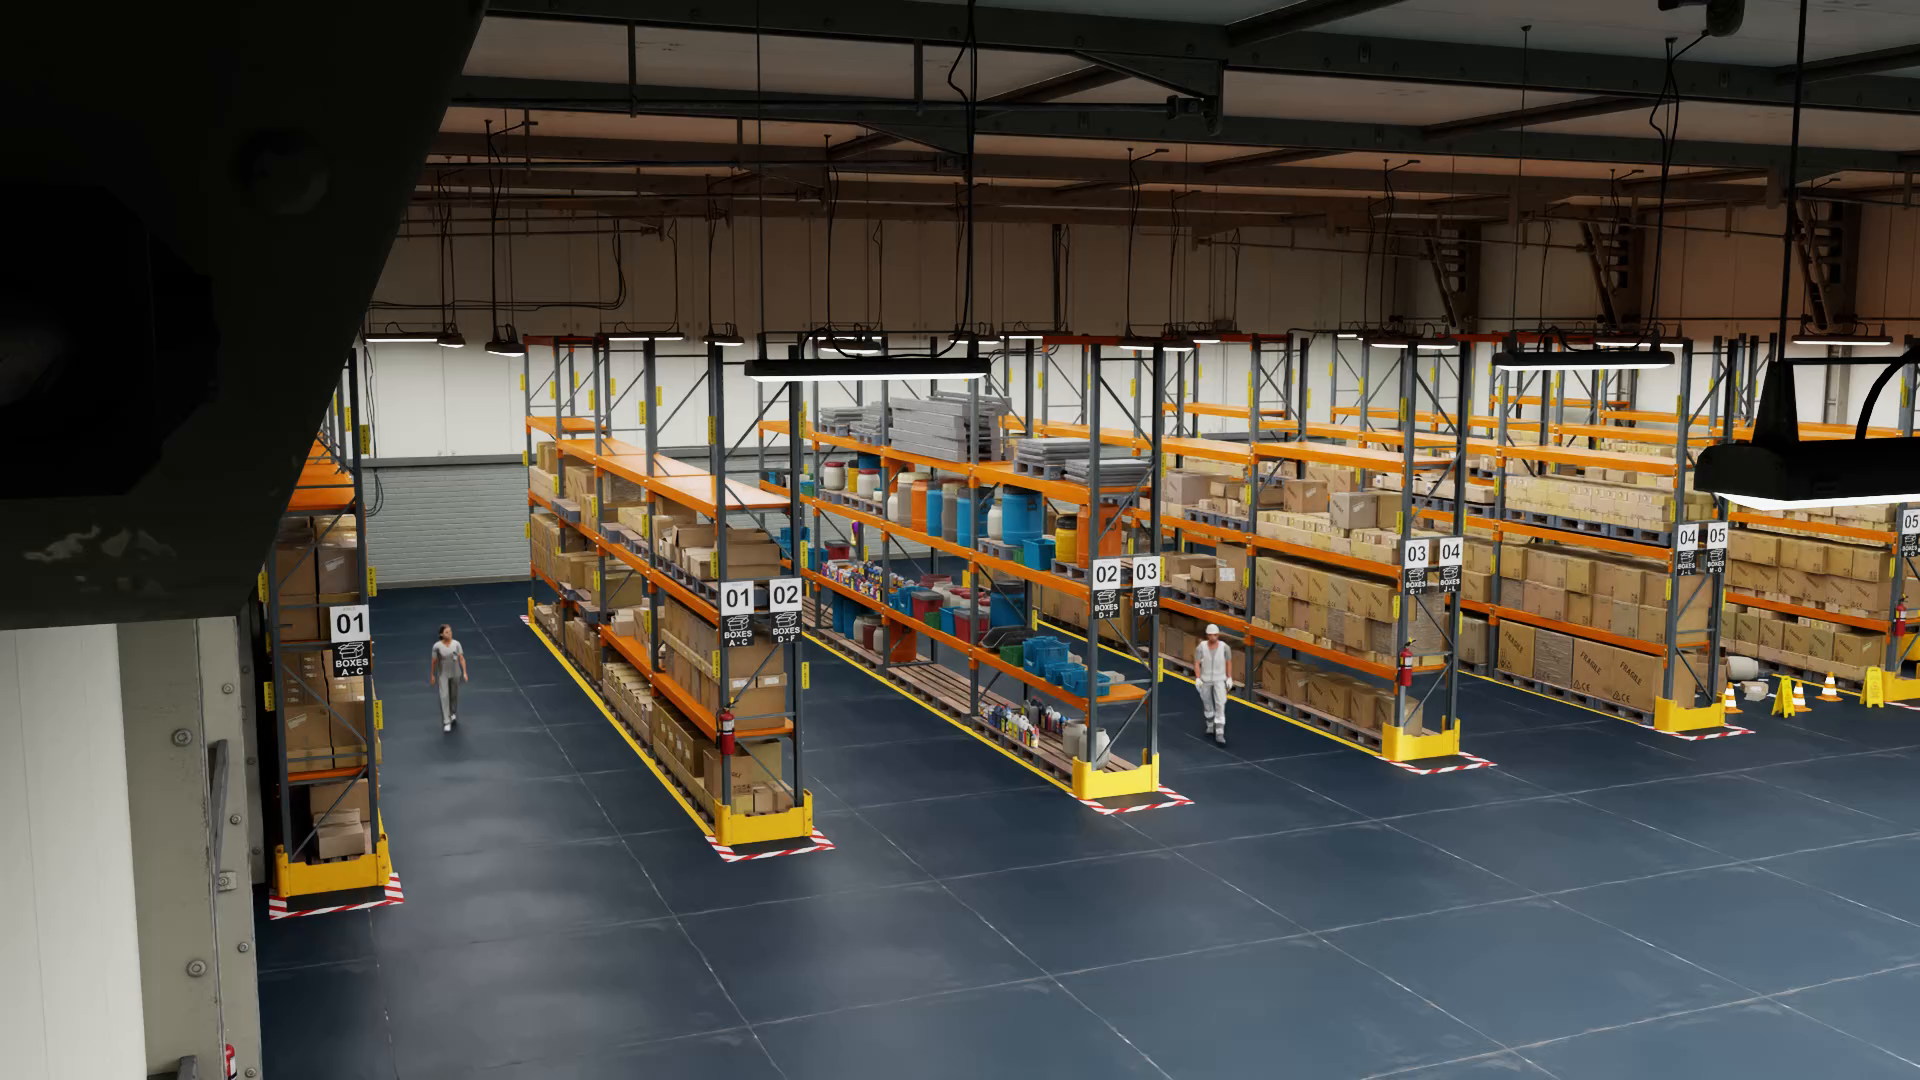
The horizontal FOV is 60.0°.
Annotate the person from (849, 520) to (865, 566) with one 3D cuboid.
[{"bbox_3d":[-2.526,0.106,40.176,0.635,1.763,0.627,0,8,-2],"label":"person"}]

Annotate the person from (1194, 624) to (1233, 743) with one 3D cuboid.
[{"bbox_3d":[3.801,2.124,24.983,0.563,1.735,0.995,2,8,14],"label":"person"}]

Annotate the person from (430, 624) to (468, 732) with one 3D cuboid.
[{"bbox_3d":[-7.921,2.099,25.760,0.556,1.603,1.064,-3,8,-20],"label":"person"}]
